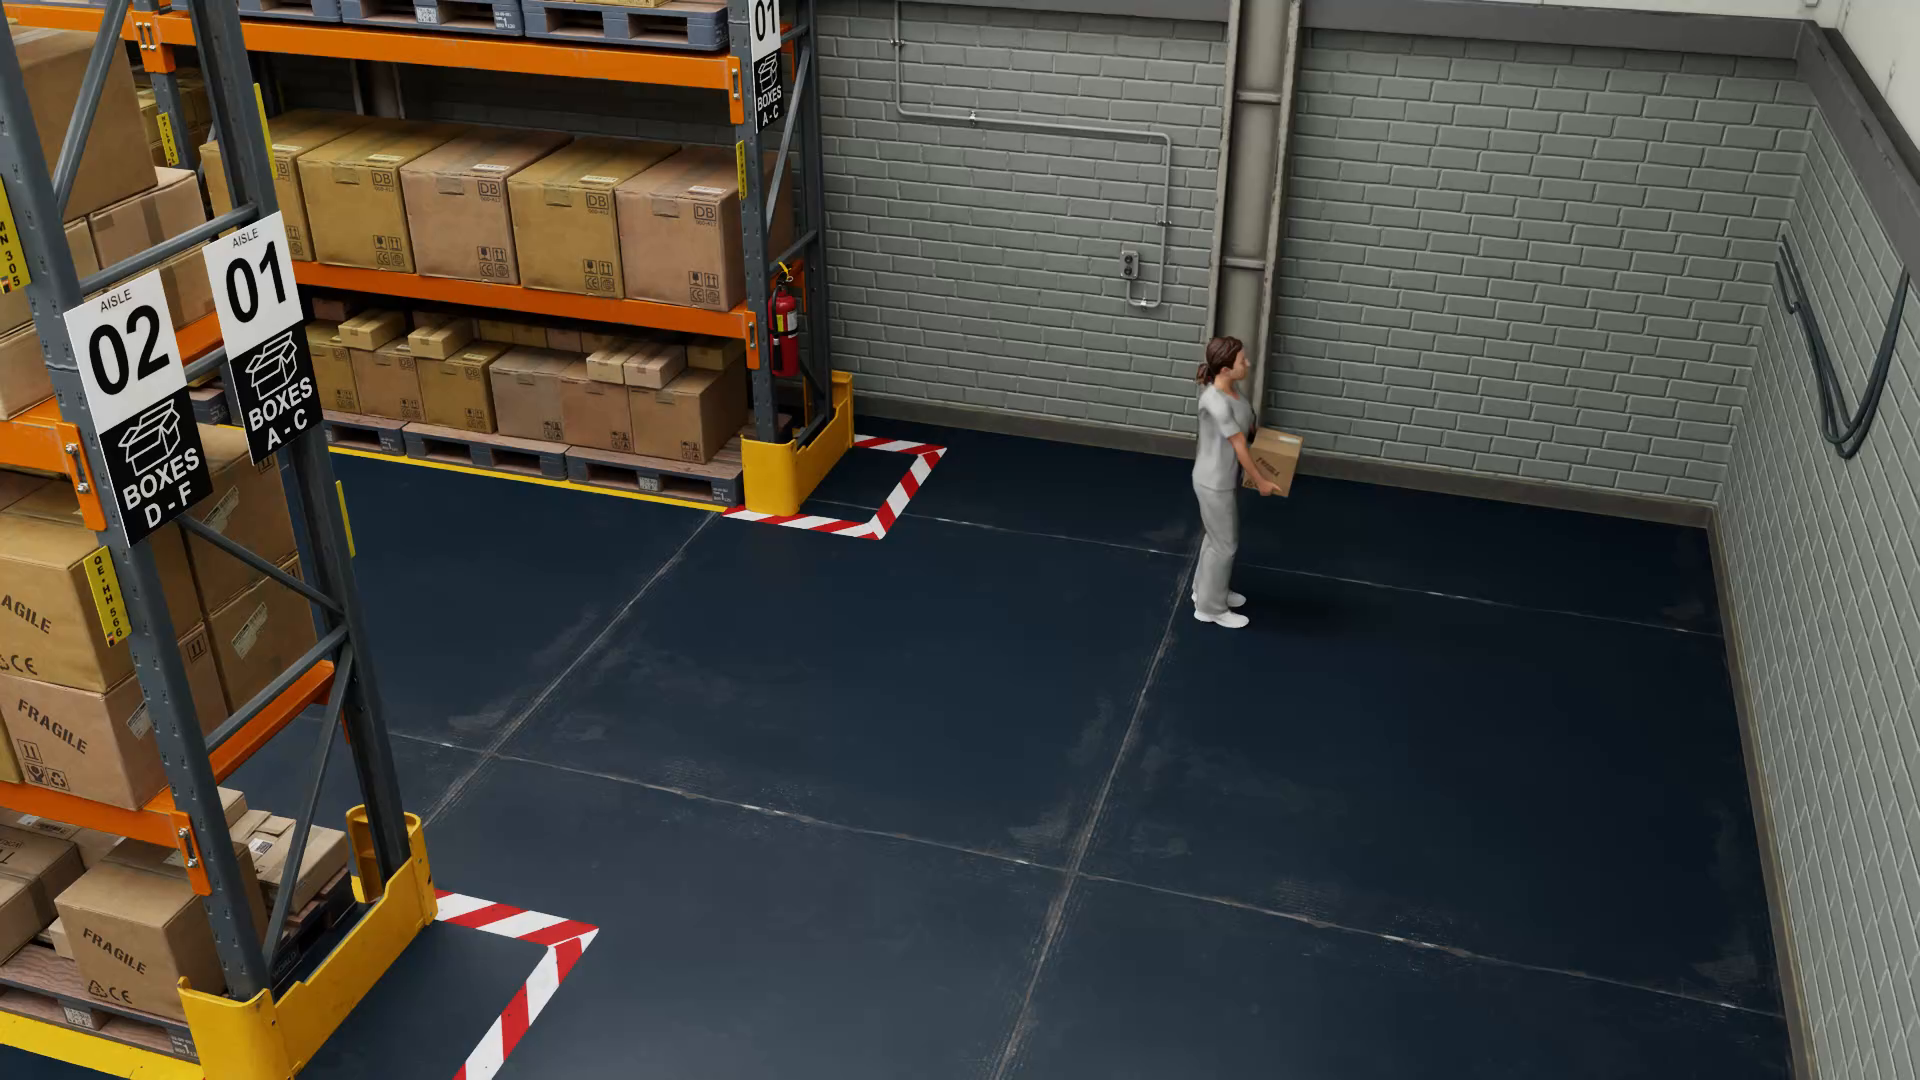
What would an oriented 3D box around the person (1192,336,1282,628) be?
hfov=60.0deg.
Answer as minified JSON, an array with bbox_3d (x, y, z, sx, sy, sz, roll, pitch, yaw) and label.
[{"bbox_3d":[1.502,-0.314,9.075,0.536,1.669,0.409,8,30,14],"label":"person"}]
